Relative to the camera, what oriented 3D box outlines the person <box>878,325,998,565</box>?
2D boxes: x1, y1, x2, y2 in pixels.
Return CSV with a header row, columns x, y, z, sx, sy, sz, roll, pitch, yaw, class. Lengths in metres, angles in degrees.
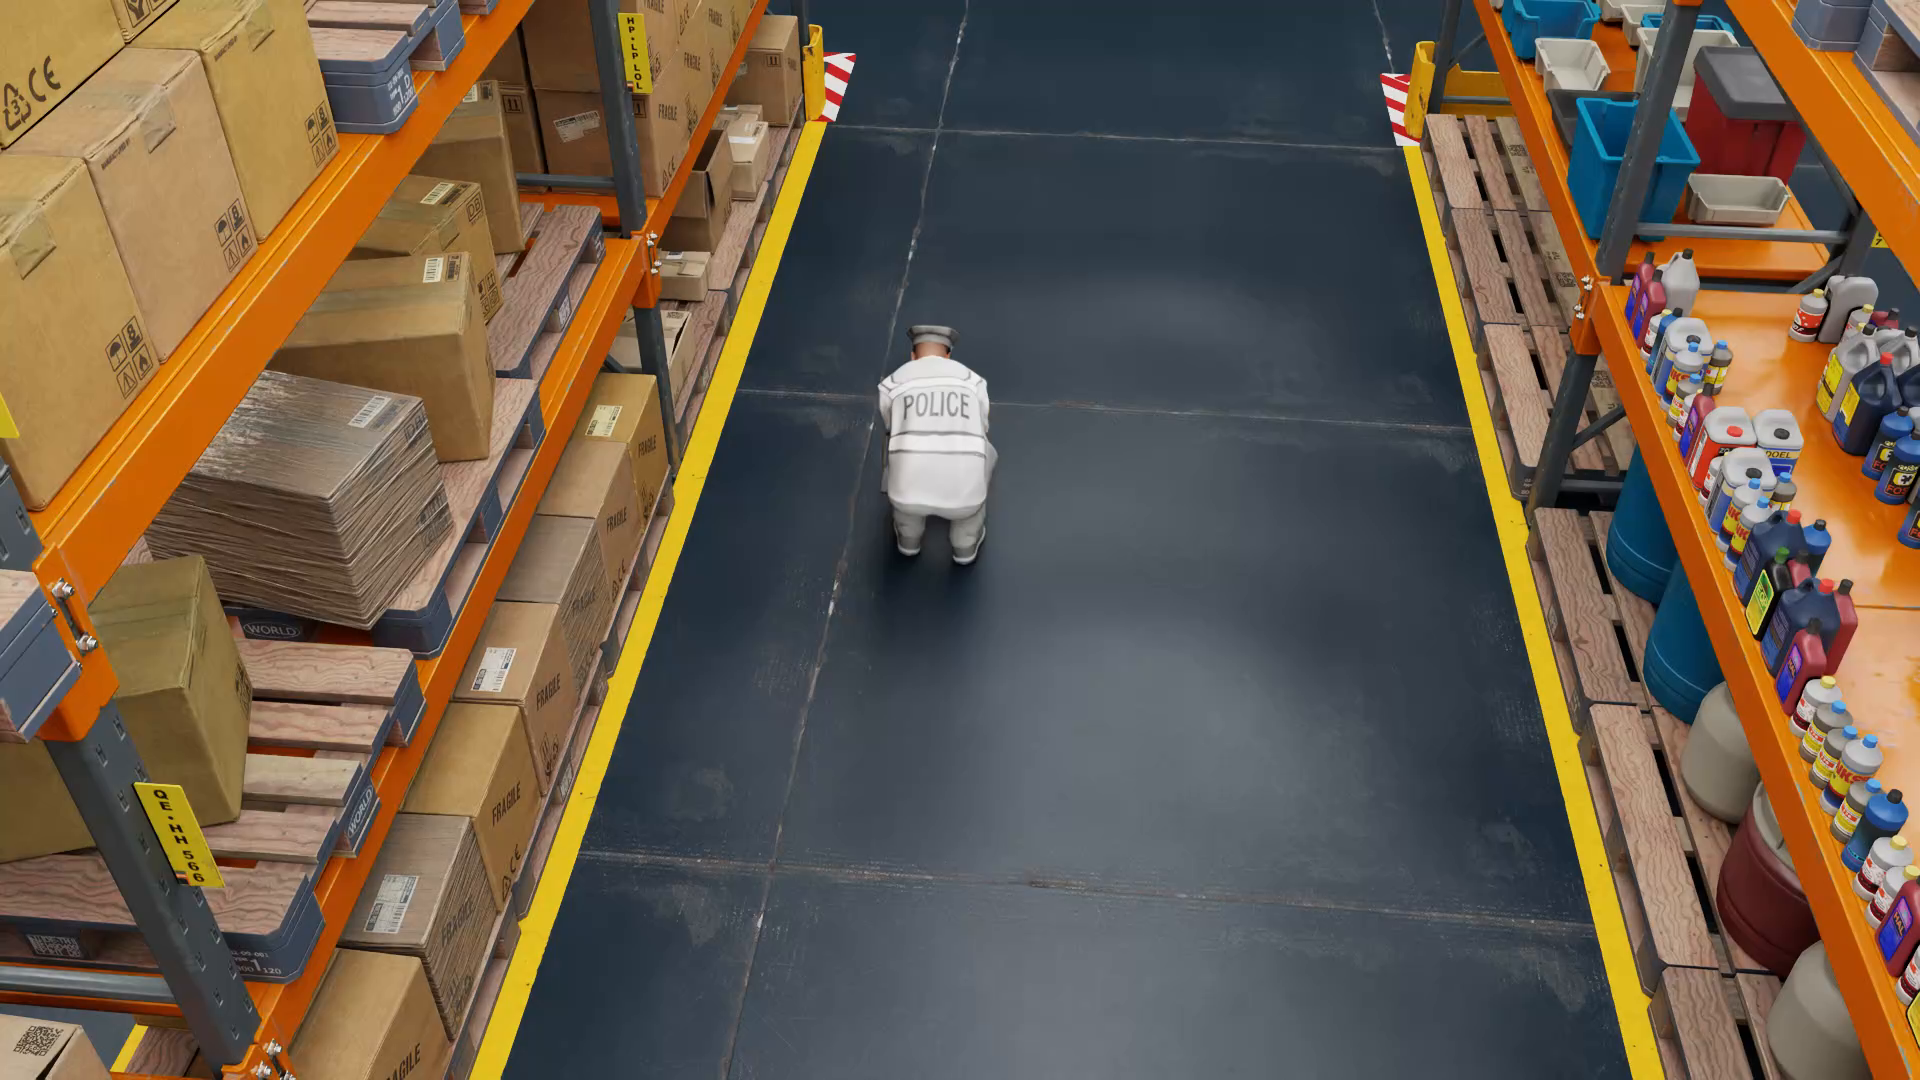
x,y,z,sx,sy,sz,roll,pitch,yaw,class
-0.102,-0.391,7.404,0.539,0.886,0.996,3,40,3,person
